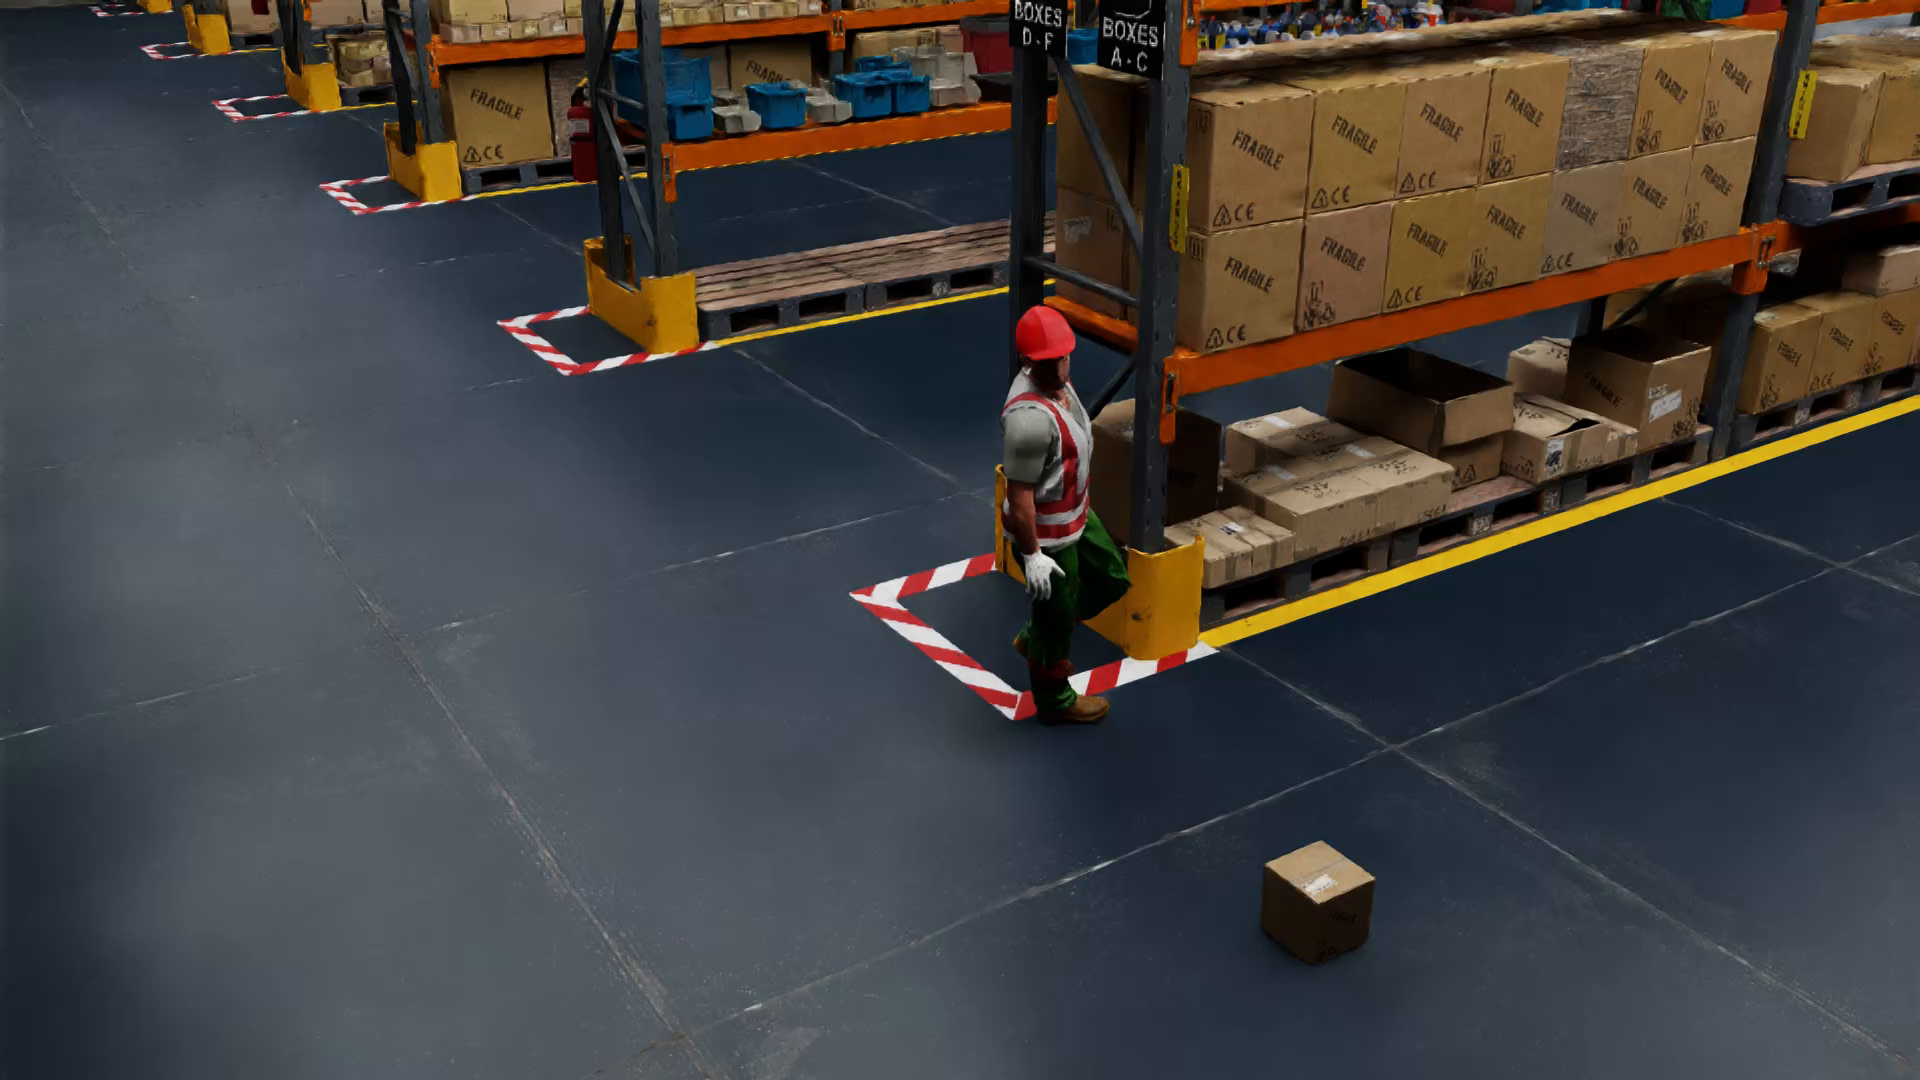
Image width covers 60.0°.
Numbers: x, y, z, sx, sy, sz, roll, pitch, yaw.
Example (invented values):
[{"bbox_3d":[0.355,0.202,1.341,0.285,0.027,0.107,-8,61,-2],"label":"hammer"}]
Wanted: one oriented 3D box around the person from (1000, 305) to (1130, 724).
[{"bbox_3d":[0.395,-0.044,6.176,0.465,1.771,0.681,4,25,10],"label":"person"}]
